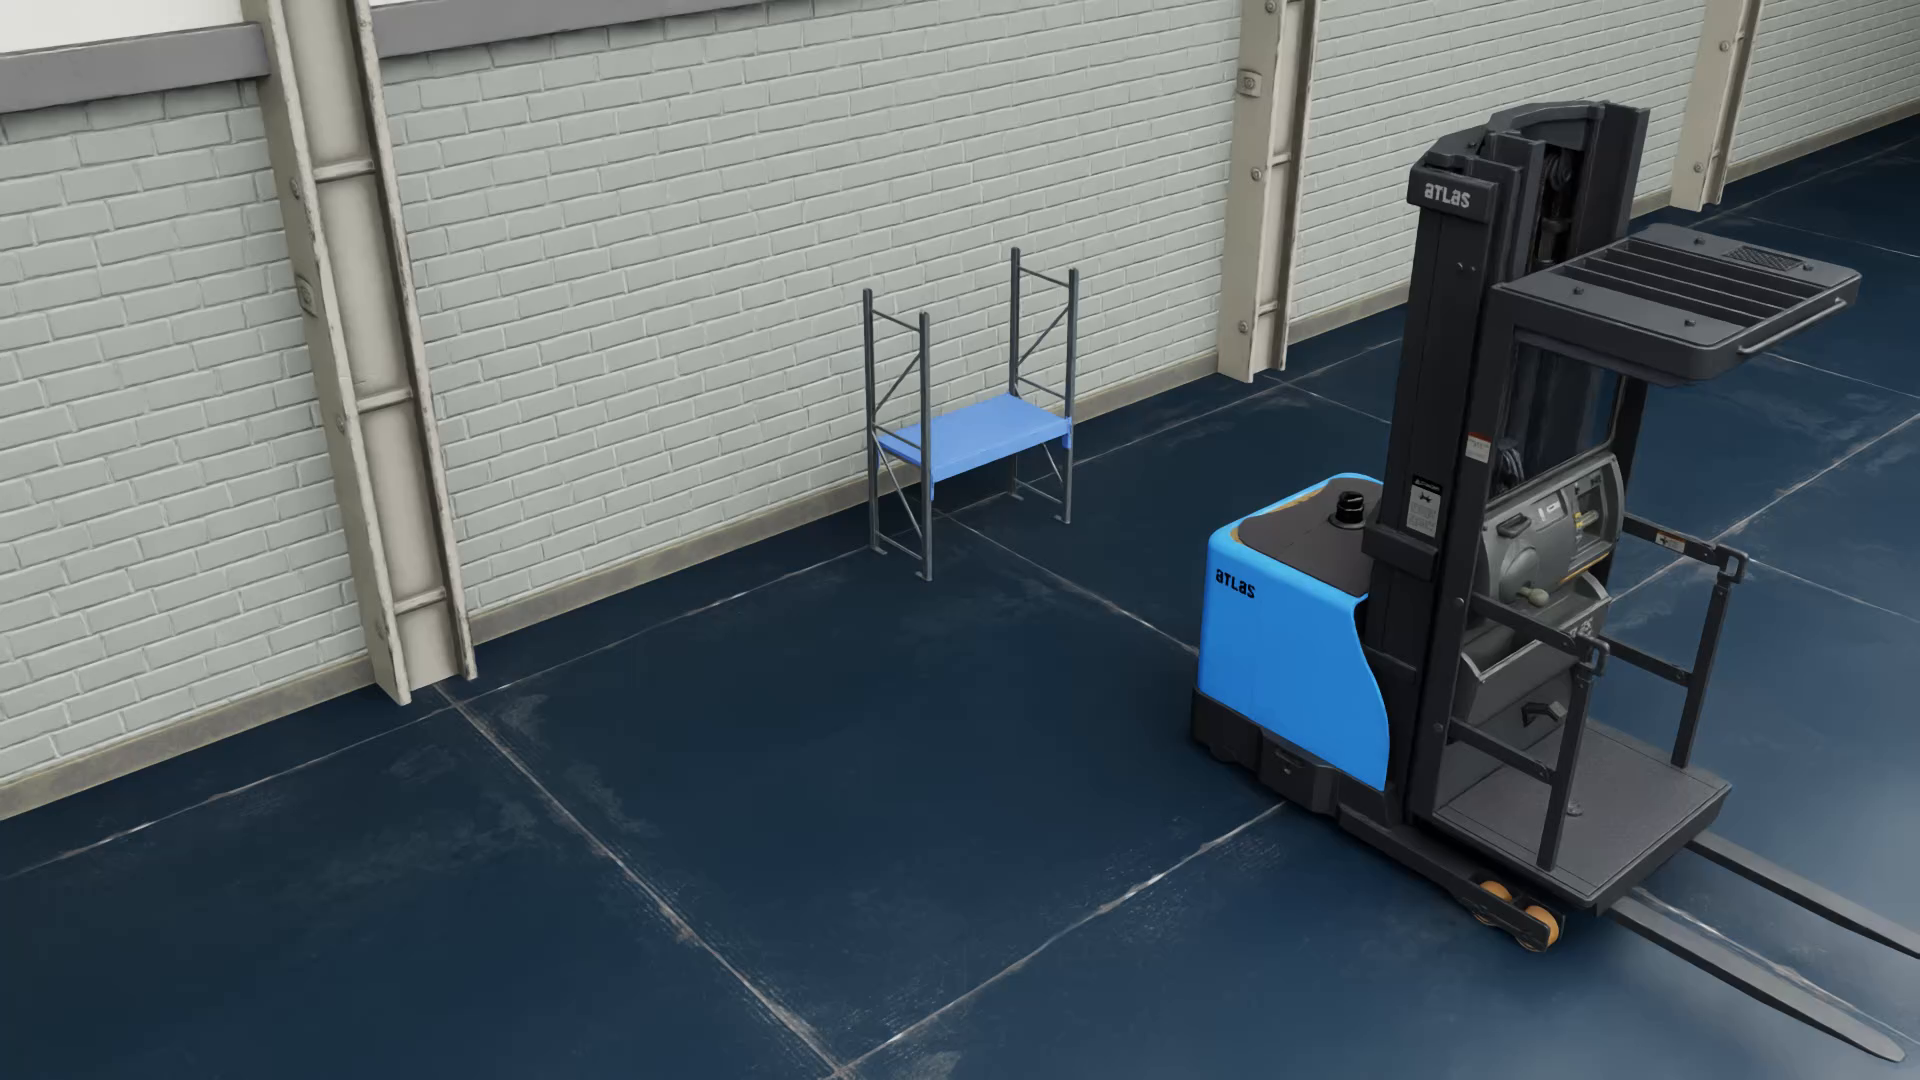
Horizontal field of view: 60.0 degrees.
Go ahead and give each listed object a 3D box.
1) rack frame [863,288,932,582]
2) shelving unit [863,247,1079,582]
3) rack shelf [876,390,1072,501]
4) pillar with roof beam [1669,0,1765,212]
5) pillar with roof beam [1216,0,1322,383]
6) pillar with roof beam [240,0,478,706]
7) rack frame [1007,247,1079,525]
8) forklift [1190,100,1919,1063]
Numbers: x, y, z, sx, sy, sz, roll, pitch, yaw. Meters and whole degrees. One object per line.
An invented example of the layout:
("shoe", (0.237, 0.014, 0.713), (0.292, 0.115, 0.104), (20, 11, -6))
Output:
("rack frame", (-0.322, -0.532, 8.654), (0.032, 1.500, 0.500), (-22, 35, -35))
("shelving unit", (0.065, -0.688, 8.945), (1.048, 1.500, 0.538), (-22, 35, -35))
("rack shelf", (0.065, -0.529, 9.030), (1.000, 0.185, 0.538), (-22, 35, -35))
("pillar with roof beam", (9.352, -5.433, 9.868), (0.400, 9.000, 9.100), (-22, 35, -35))
("pillar with roof beam", (4.787, -3.597, 6.433), (0.400, 9.000, 9.100), (-22, 35, -35))
("pillar with roof beam", (0.223, -1.762, 2.999), (0.400, 9.000, 9.100), (-22, 35, -35))
("rack frame", (0.452, -0.843, 9.236), (0.032, 1.500, 0.500), (-22, 35, -35))
("forklift", (2.380, -0.001, 6.142), (1.130, 2.935, 3.031), (-22, 35, -35))
